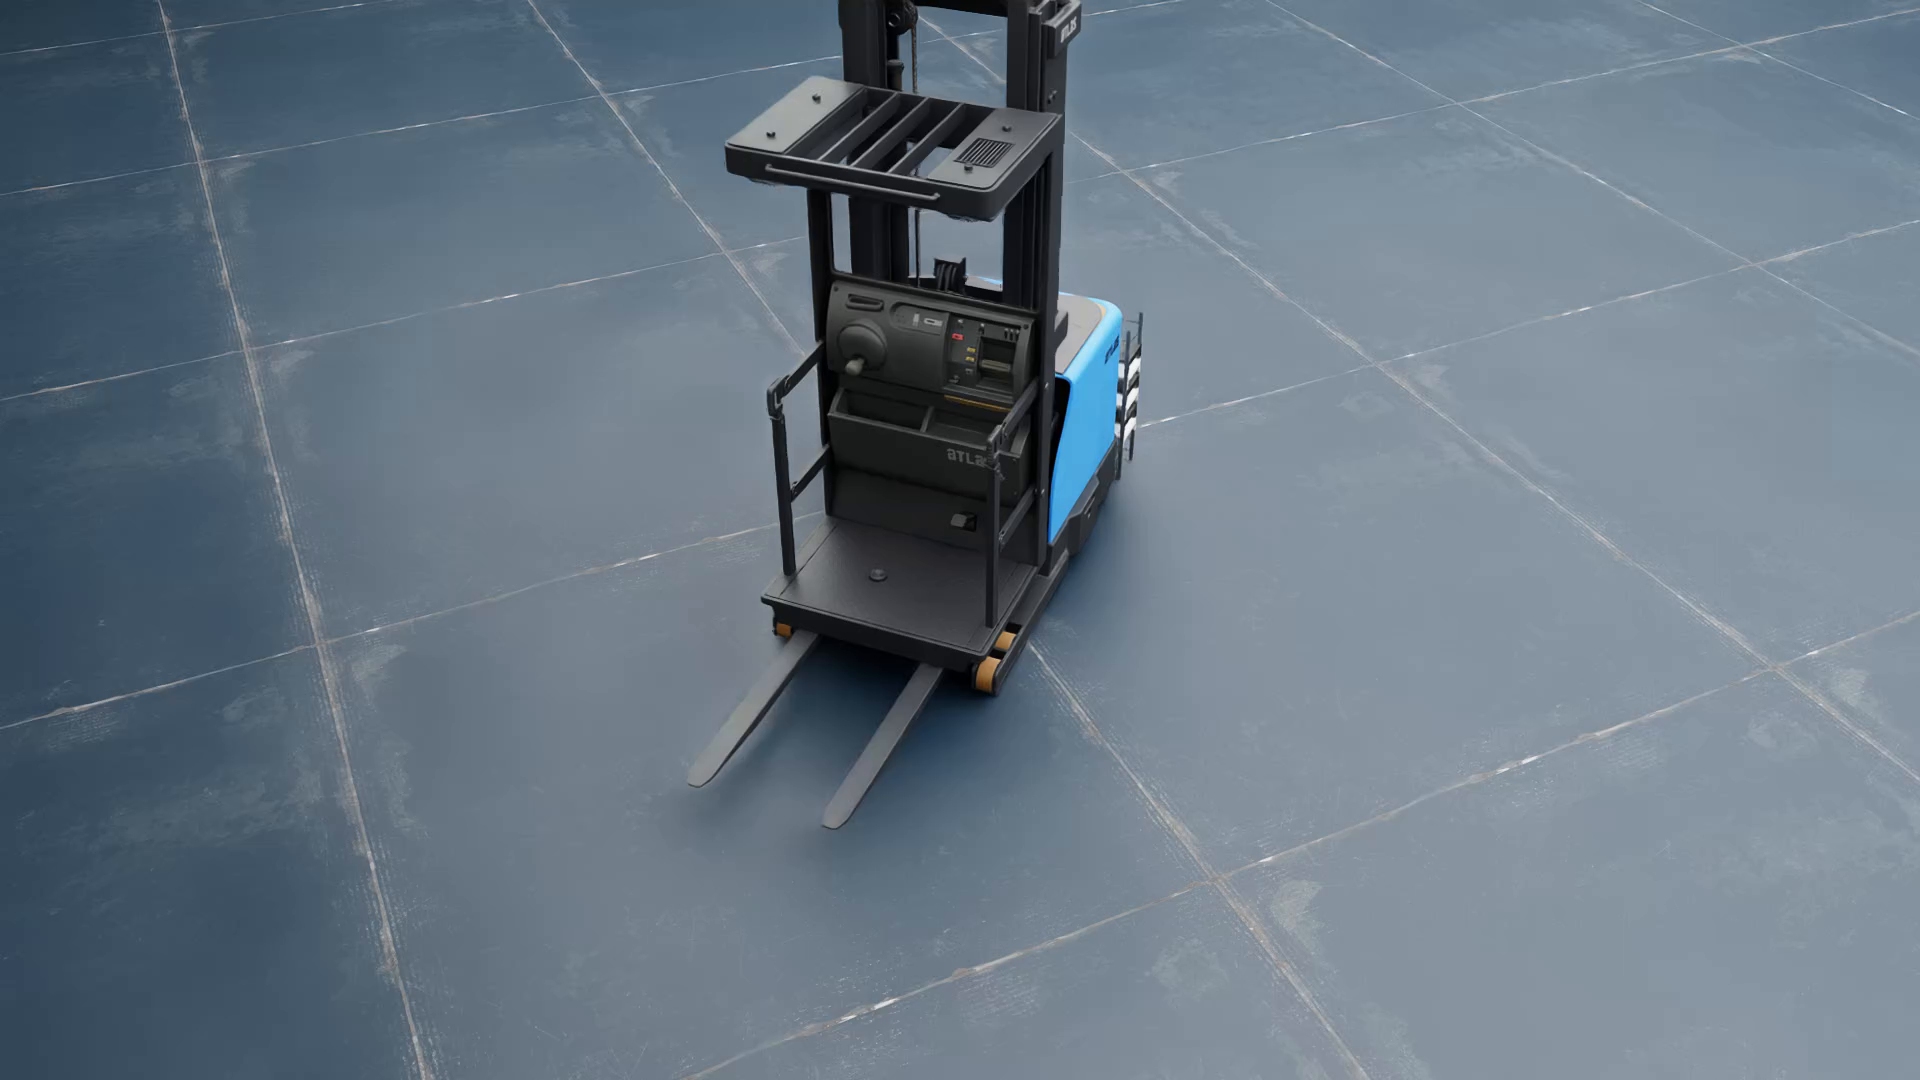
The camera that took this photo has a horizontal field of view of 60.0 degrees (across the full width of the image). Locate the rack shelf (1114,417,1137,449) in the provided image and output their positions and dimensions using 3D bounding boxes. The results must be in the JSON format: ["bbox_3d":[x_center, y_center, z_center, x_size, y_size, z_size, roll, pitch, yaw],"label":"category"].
[{"bbox_3d":[0.781,-0.591,8.793,0.258,0.077,0.200,14,39,18],"label":"rack shelf"}]

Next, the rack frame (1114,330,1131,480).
[{"bbox_3d":[0.742,-0.707,8.591,0.240,0.900,0.006,14,39,18],"label":"rack frame"}]

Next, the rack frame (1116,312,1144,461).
[{"bbox_3d":[0.820,-0.819,8.741,0.240,0.900,0.006,14,39,18],"label":"rack frame"}]

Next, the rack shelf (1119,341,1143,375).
[{"bbox_3d":[0.781,-0.953,8.525,0.258,0.077,0.200,14,39,18],"label":"rack shelf"}]

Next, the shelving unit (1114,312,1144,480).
[{"bbox_3d":[0.781,-0.763,8.666,0.258,0.900,0.210,14,39,18],"label":"shelving unit"}]

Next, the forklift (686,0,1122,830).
[{"bbox_3d":[-0.219,-0.777,6.980,1.130,2.935,3.031,14,39,18],"label":"forklift"}]

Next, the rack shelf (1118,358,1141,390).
[{"bbox_3d":[0.781,-0.880,8.579,0.258,0.077,0.200,14,39,18],"label":"rack shelf"}]

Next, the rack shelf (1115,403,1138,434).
[{"bbox_3d":[0.781,-0.664,8.739,0.258,0.077,0.200,14,39,18],"label":"rack shelf"}]

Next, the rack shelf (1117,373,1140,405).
[{"bbox_3d":[0.781,-0.808,8.632,0.258,0.077,0.200,14,39,18],"label":"rack shelf"}]

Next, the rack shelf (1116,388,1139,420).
[{"bbox_3d":[0.781,-0.736,8.686,0.258,0.077,0.200,14,39,18],"label":"rack shelf"}]
